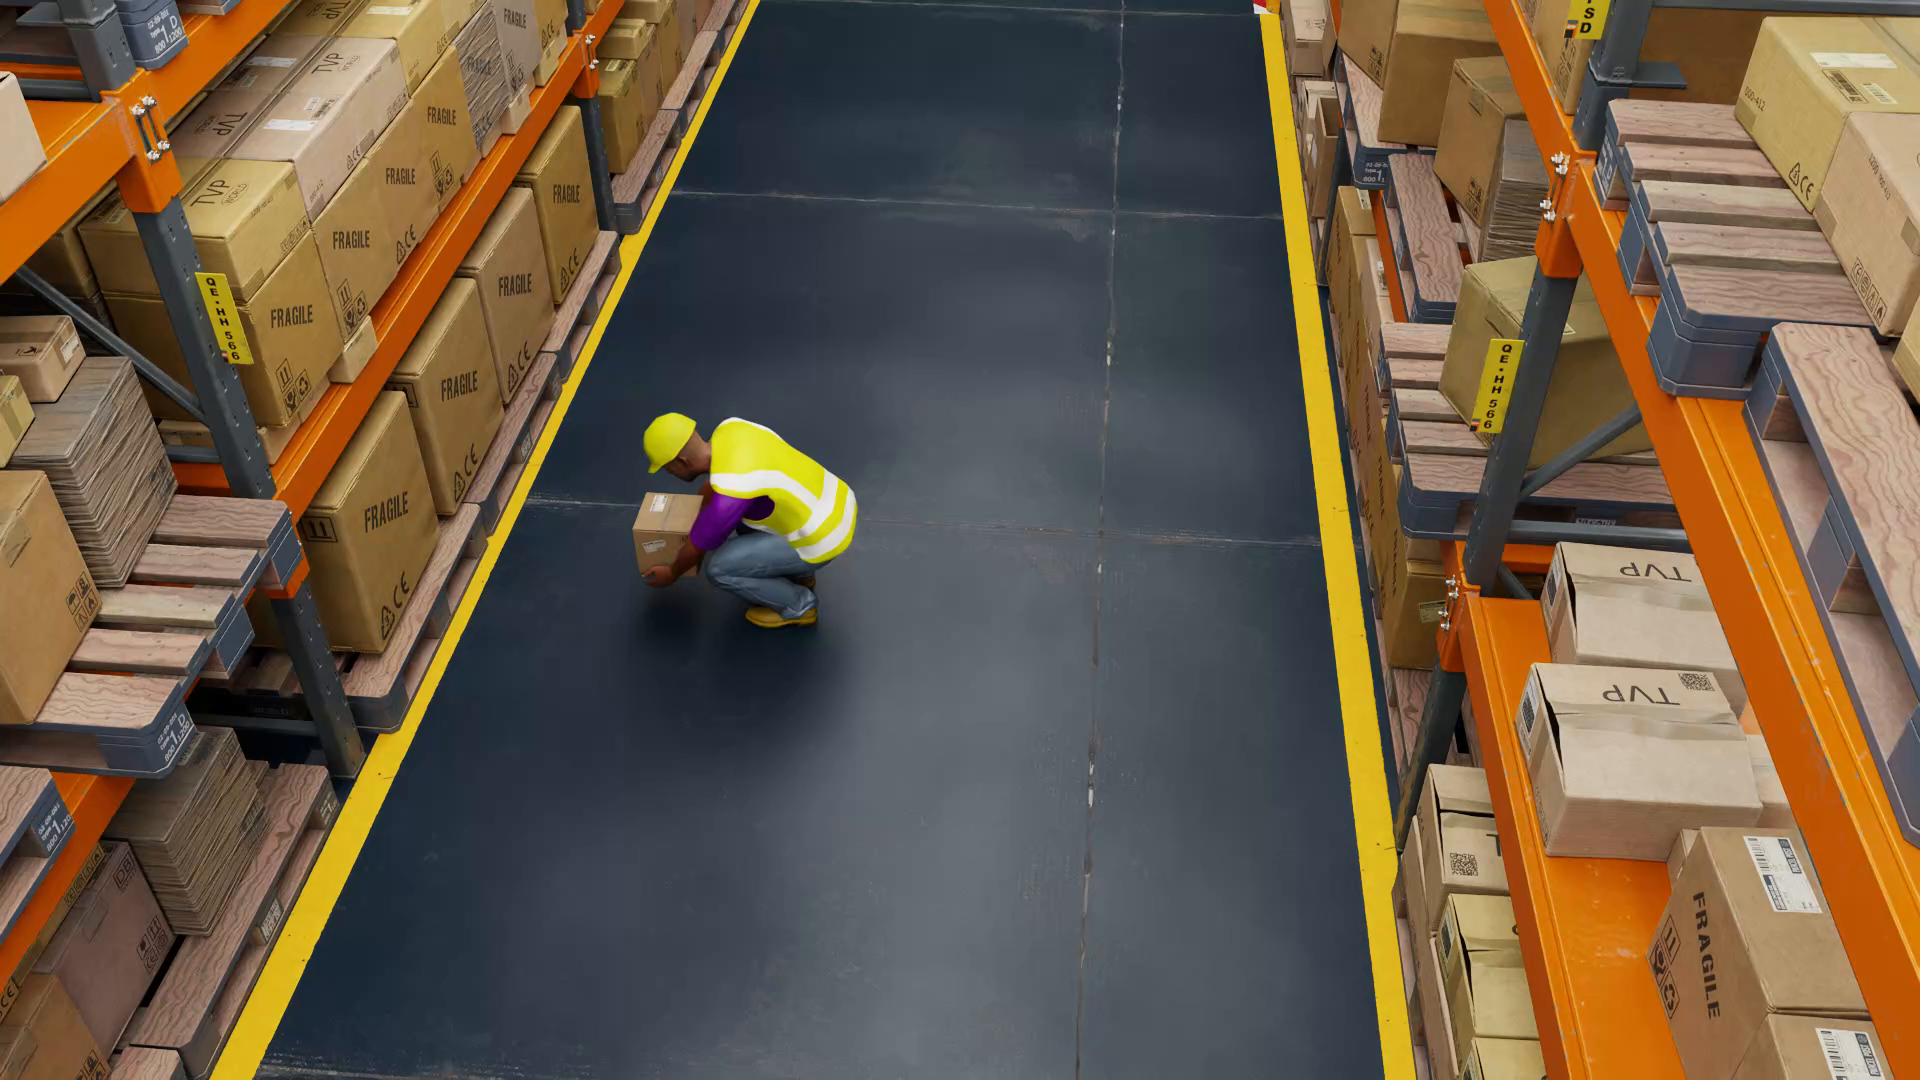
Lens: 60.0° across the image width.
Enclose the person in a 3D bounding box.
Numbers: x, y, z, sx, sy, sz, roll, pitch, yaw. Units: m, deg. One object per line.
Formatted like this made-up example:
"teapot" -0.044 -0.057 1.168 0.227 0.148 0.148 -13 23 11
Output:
"person" 7.531 2.434 2.107 18.010 3.200 9.548 3 40 4
